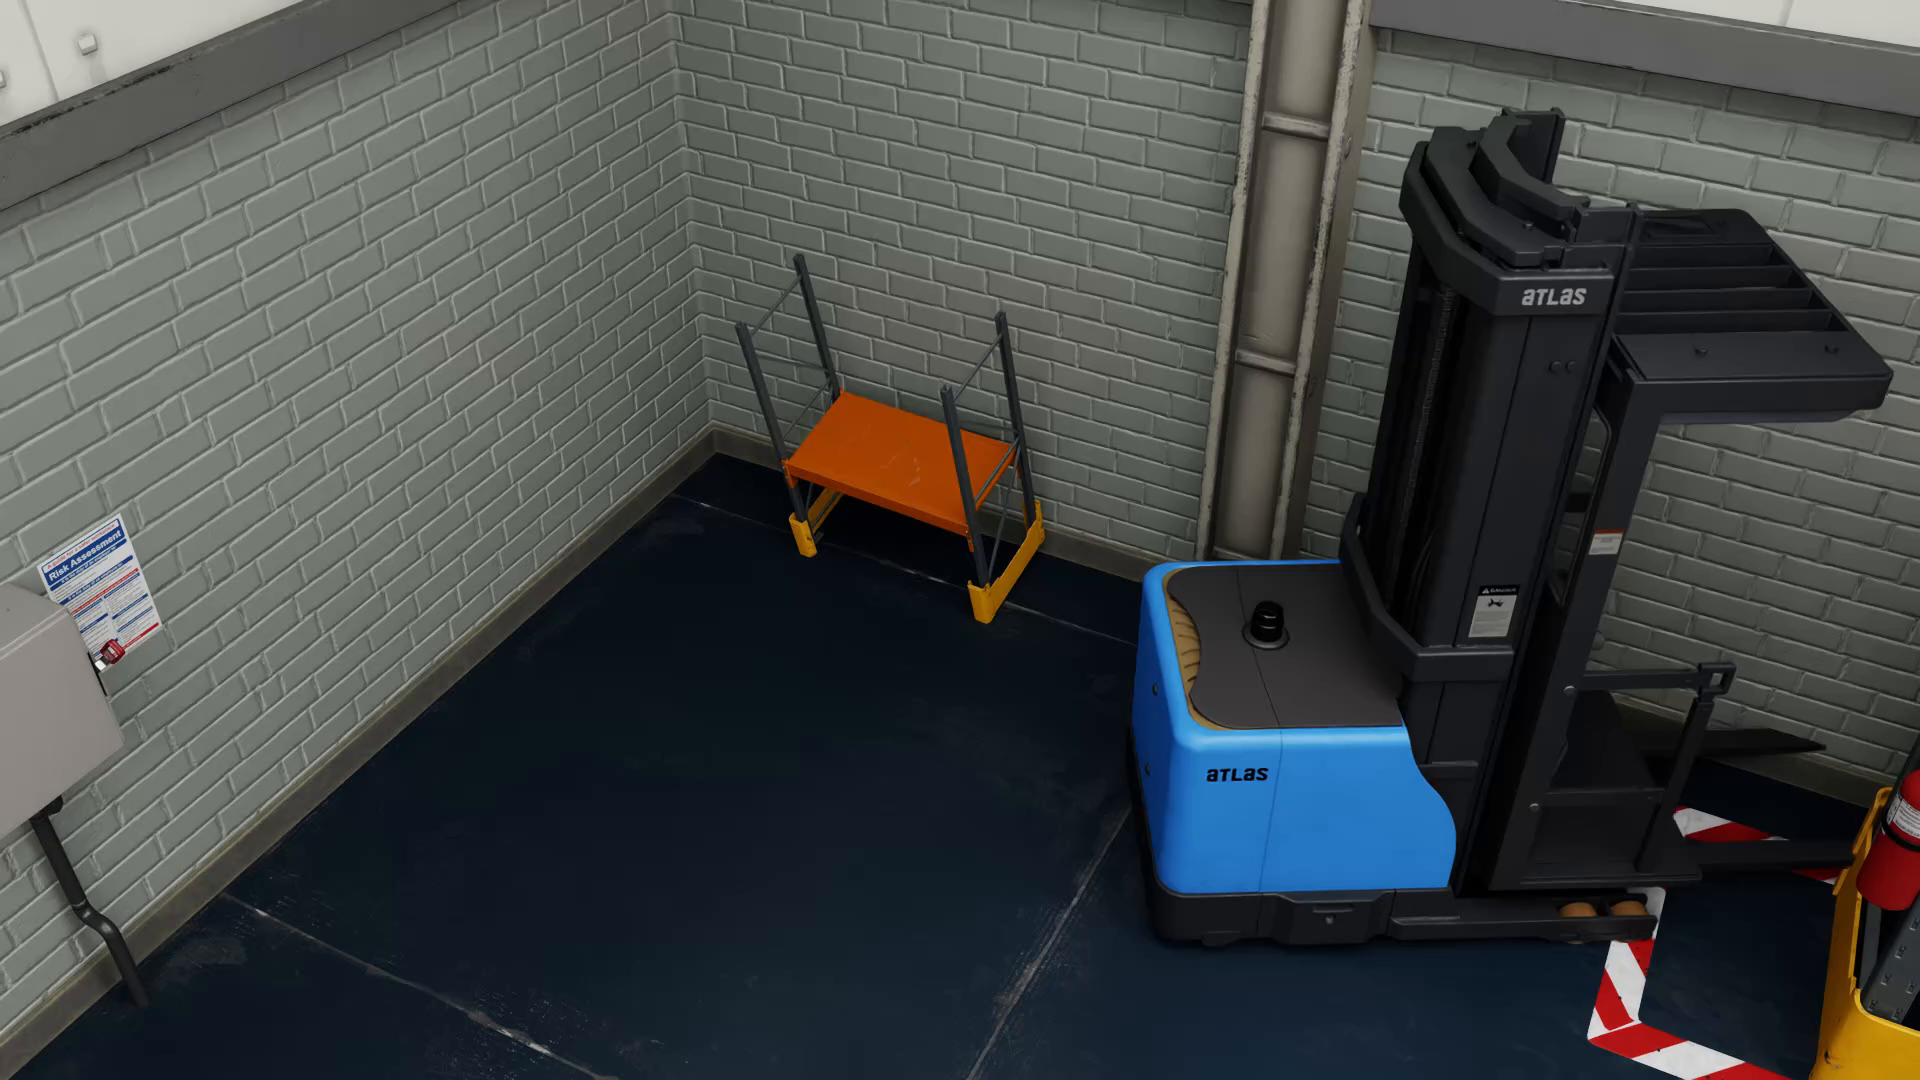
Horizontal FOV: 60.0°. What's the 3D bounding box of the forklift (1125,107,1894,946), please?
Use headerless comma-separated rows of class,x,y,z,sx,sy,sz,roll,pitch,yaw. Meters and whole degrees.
forklift,2.217,0.033,5.802,3.031,2.935,1.130,-1,37,-2

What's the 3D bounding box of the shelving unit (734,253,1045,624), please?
shelving unit,-0.290,-0.453,7.540,1.083,1.500,0.587,20,57,24

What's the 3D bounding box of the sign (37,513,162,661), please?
sign,-2.895,0.194,5.612,0.001,0.494,0.329,17,41,21

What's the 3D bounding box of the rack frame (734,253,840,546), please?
rack frame,-0.720,-0.606,7.743,0.032,1.500,0.500,20,57,24

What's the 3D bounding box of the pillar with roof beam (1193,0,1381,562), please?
pillar with roof beam,-0.696,-0.857,1.956,0.400,9.000,9.100,17,41,21

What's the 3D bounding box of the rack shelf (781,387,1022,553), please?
rack shelf,-0.258,-0.337,7.674,1.000,0.185,0.538,20,57,24

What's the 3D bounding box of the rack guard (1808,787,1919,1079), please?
rack guard,3.331,1.472,5.917,0.348,0.500,1.175,17,41,21

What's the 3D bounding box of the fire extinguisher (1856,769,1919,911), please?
fire extinguisher,2.920,0.842,5.052,0.183,0.674,0.296,17,41,21

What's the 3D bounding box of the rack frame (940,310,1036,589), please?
rack frame,0.155,-0.295,7.330,0.032,1.500,0.500,20,57,24

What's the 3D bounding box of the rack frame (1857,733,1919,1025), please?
rack frame,3.263,0.455,5.189,0.127,3.000,1.000,17,41,21

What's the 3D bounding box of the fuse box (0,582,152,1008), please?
fuse box,-2.938,0.992,5.548,0.414,1.711,0.539,17,41,21

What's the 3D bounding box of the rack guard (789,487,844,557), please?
rack guard,-0.634,-0.210,8.220,0.087,0.250,0.587,20,57,24

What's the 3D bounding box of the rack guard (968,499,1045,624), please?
rack guard,0.223,0.094,7.815,0.087,0.250,0.587,20,57,24
